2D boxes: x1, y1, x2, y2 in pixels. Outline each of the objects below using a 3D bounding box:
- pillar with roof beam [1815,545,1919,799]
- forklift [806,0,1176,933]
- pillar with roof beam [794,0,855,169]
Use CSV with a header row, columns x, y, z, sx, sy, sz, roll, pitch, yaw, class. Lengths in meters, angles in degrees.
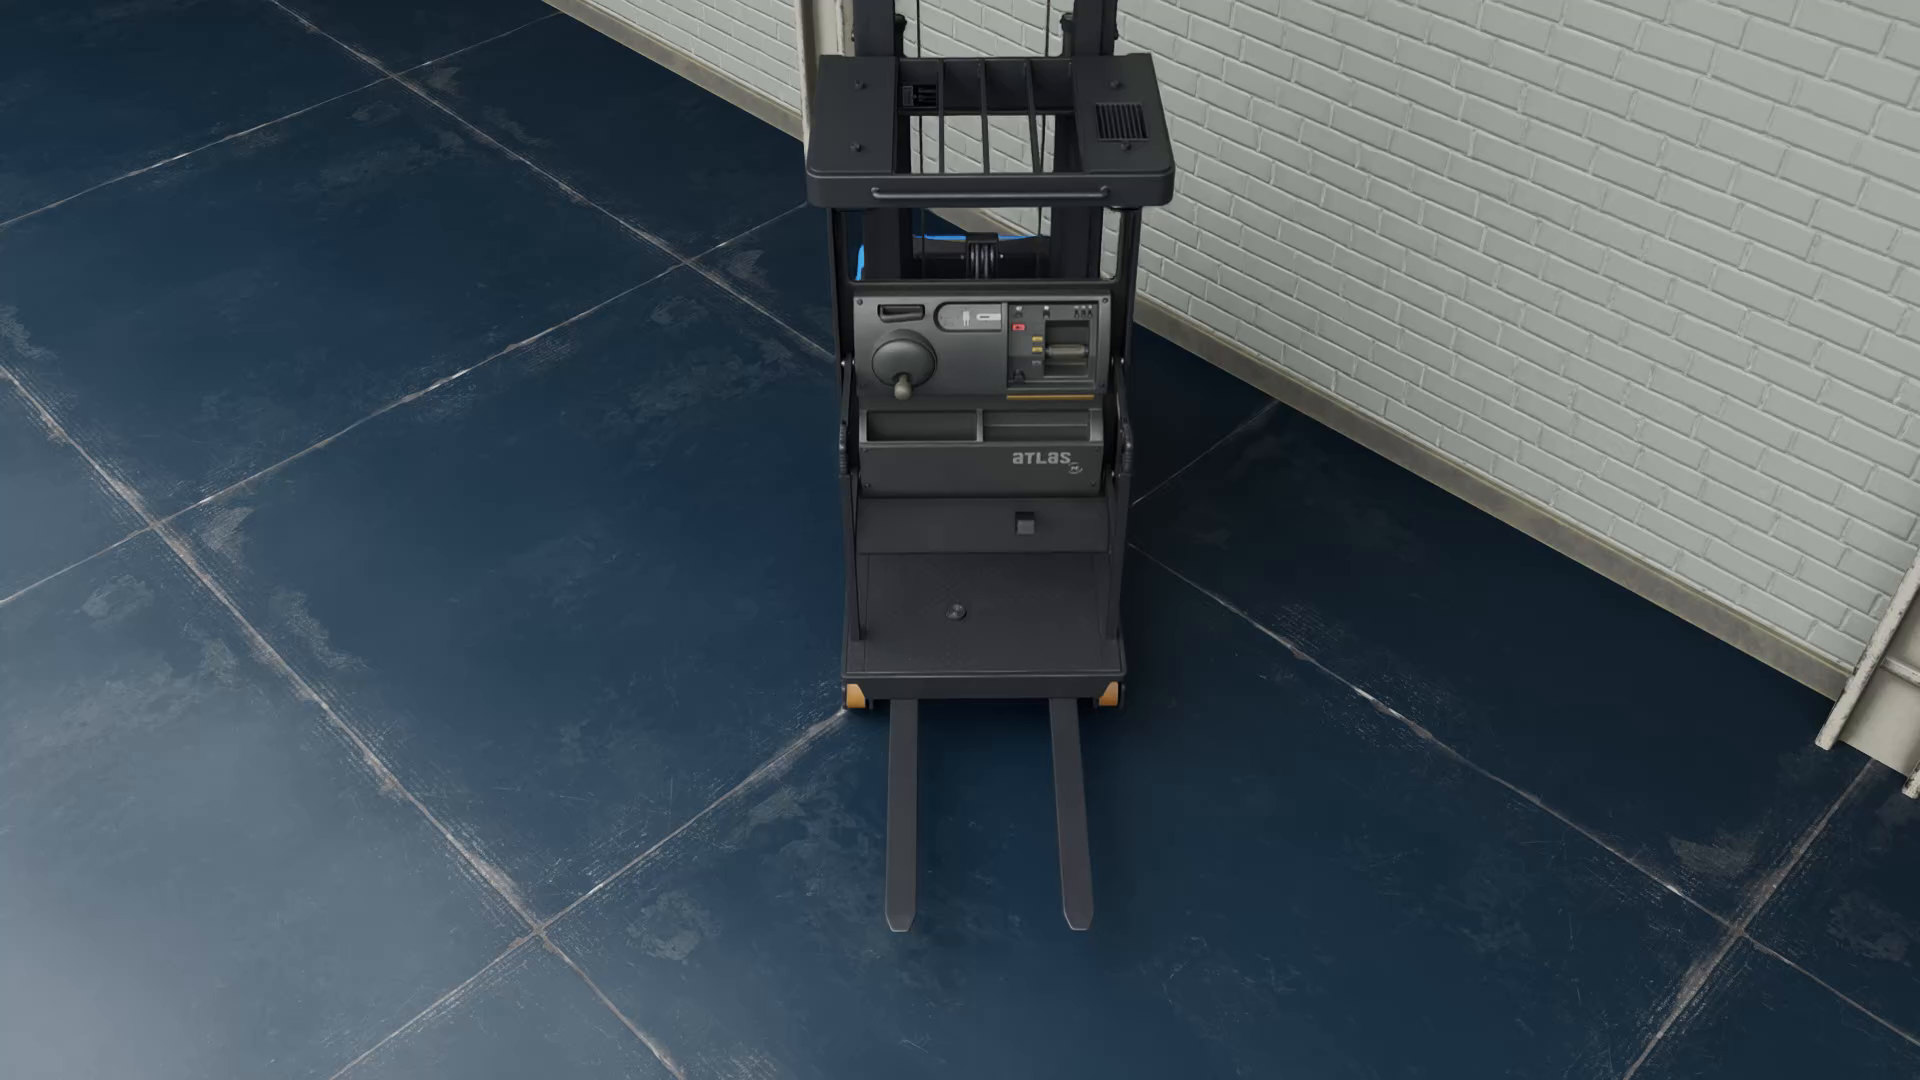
x,y,z,sx,sy,sz,roll,pitch,yaw,class
0.543,-0.426,1.198,9.100,9.000,0.400,-34,53,-31,pillar with roof beam
0.086,-0.622,5.880,1.130,2.935,3.031,0,43,0,forklift
-3.694,-3.309,4.318,9.100,9.000,0.400,-34,53,-31,pillar with roof beam
